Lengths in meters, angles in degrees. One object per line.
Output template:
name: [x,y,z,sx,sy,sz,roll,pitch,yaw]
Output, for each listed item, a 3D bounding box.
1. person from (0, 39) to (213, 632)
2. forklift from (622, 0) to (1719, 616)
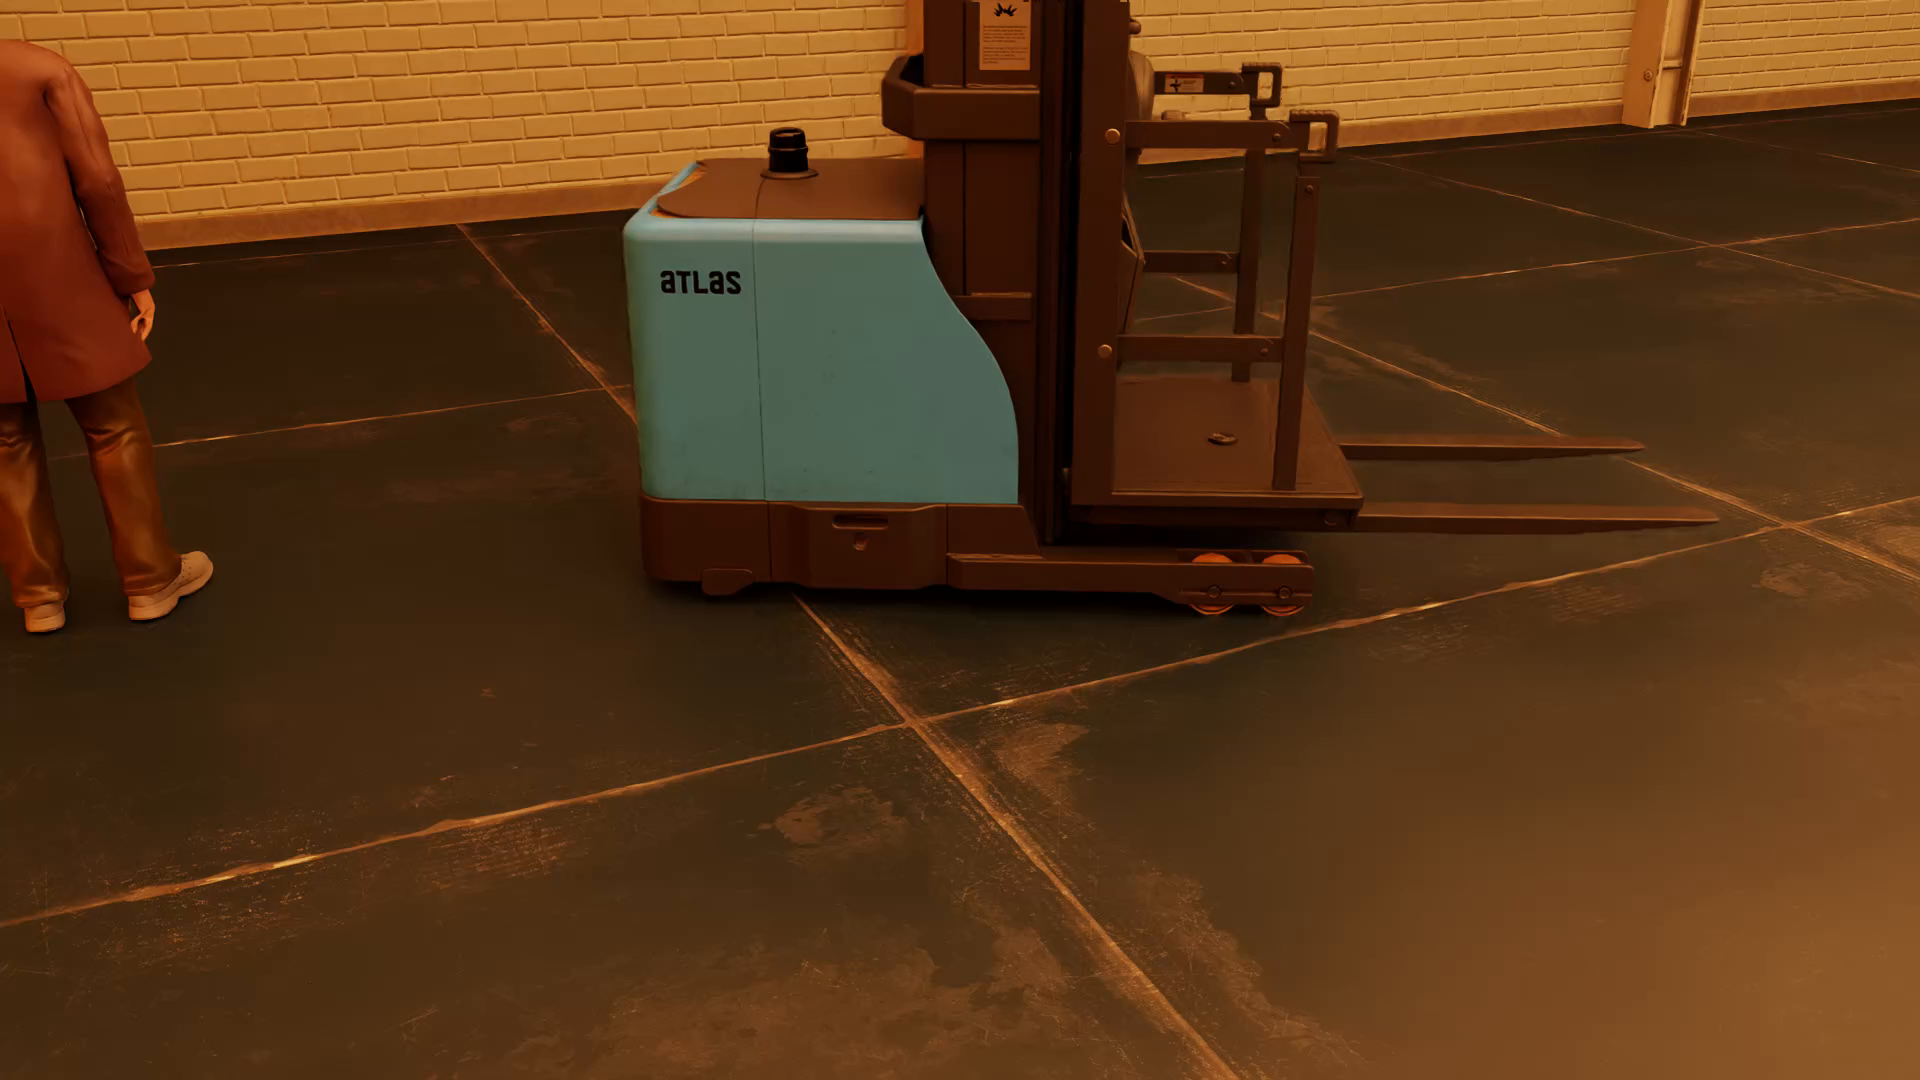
person: [-2.427,-0.626,4.303,0.644,1.772,0.430,-6,23,-15]
forklift: [0.629,-1.352,4.541,3.031,2.935,1.130,1,23,2]
